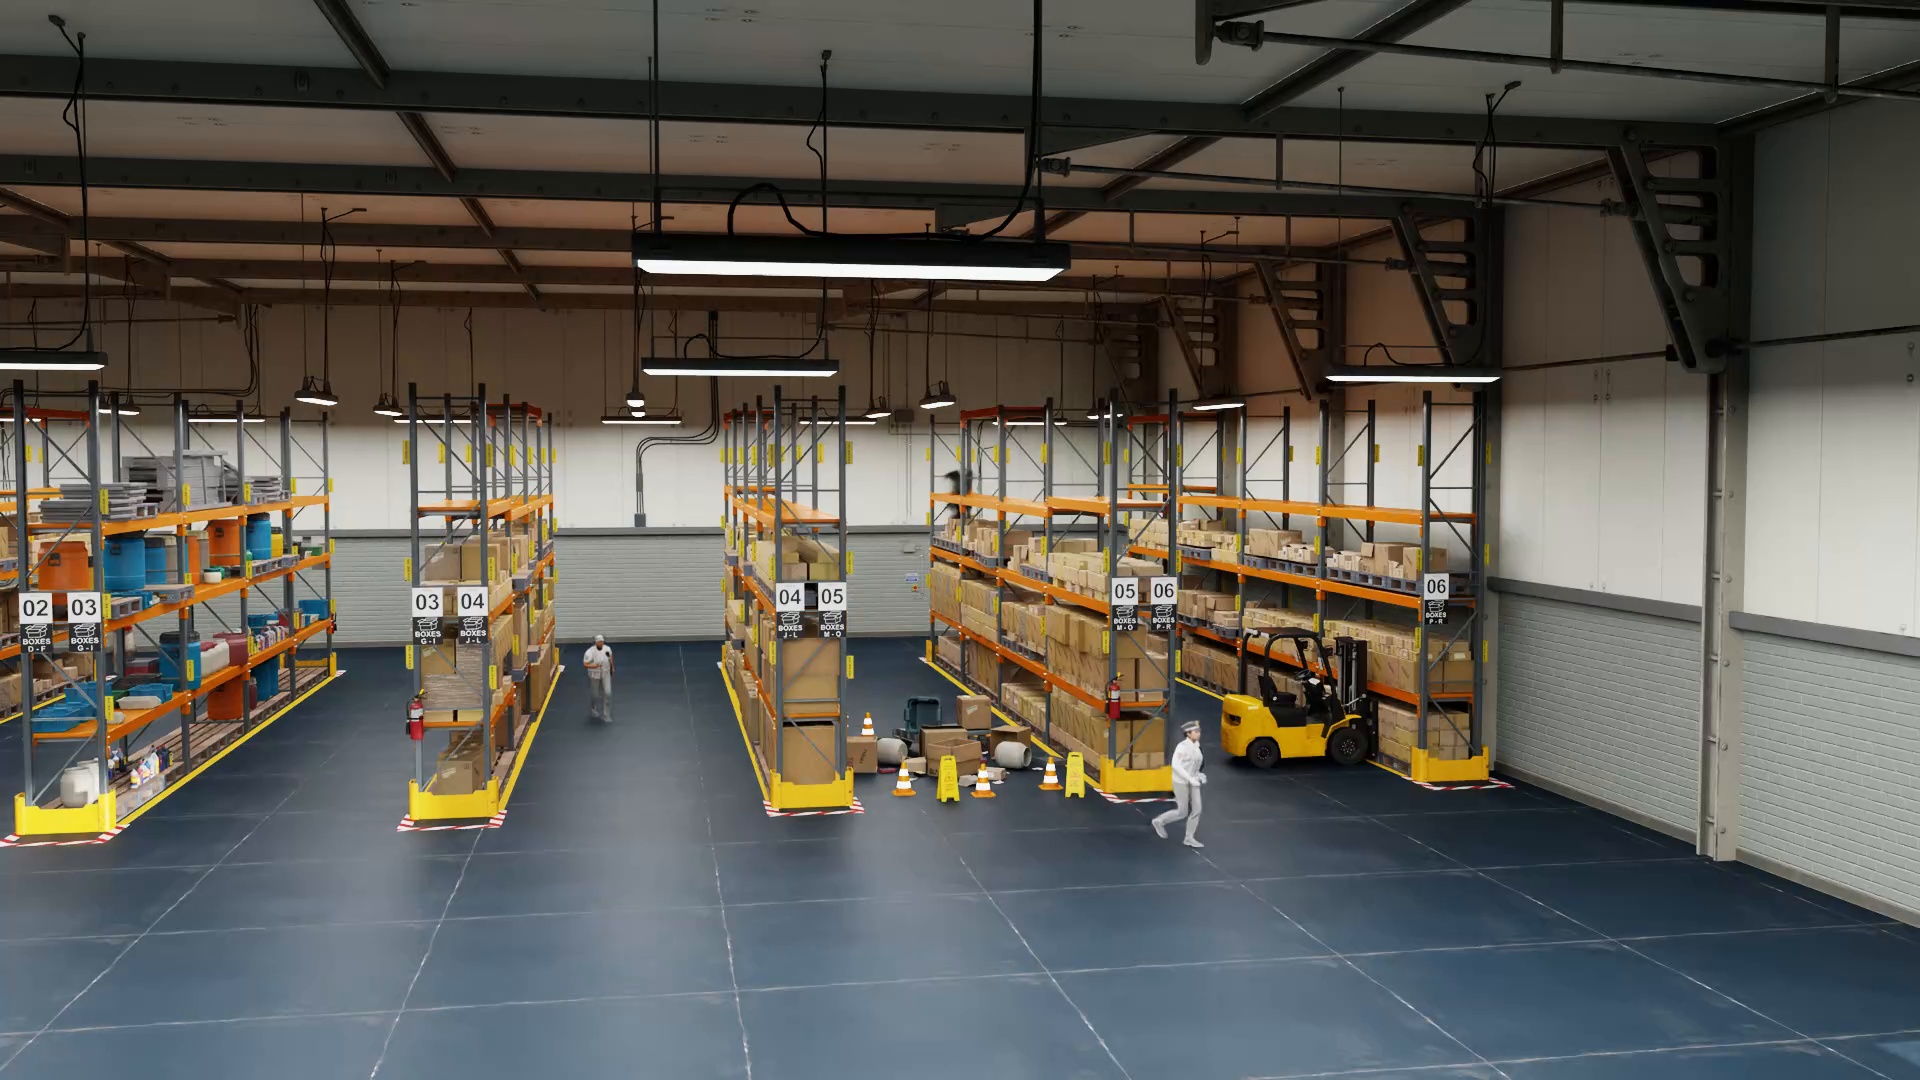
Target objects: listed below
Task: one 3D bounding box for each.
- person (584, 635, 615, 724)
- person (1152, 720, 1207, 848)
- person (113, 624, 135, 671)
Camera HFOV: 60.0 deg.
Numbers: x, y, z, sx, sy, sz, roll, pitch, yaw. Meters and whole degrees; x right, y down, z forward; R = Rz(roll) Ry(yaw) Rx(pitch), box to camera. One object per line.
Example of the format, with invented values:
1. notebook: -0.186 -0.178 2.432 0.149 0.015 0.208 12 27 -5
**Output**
1. person: -6.818 2.600 31.382 0.605 1.663 0.939 -1 3 -21
2. person: 2.820 3.109 21.373 0.719 1.643 0.618 2 4 39
3. person: -19.153 2.228 38.038 0.617 1.789 0.855 -3 4 -43
